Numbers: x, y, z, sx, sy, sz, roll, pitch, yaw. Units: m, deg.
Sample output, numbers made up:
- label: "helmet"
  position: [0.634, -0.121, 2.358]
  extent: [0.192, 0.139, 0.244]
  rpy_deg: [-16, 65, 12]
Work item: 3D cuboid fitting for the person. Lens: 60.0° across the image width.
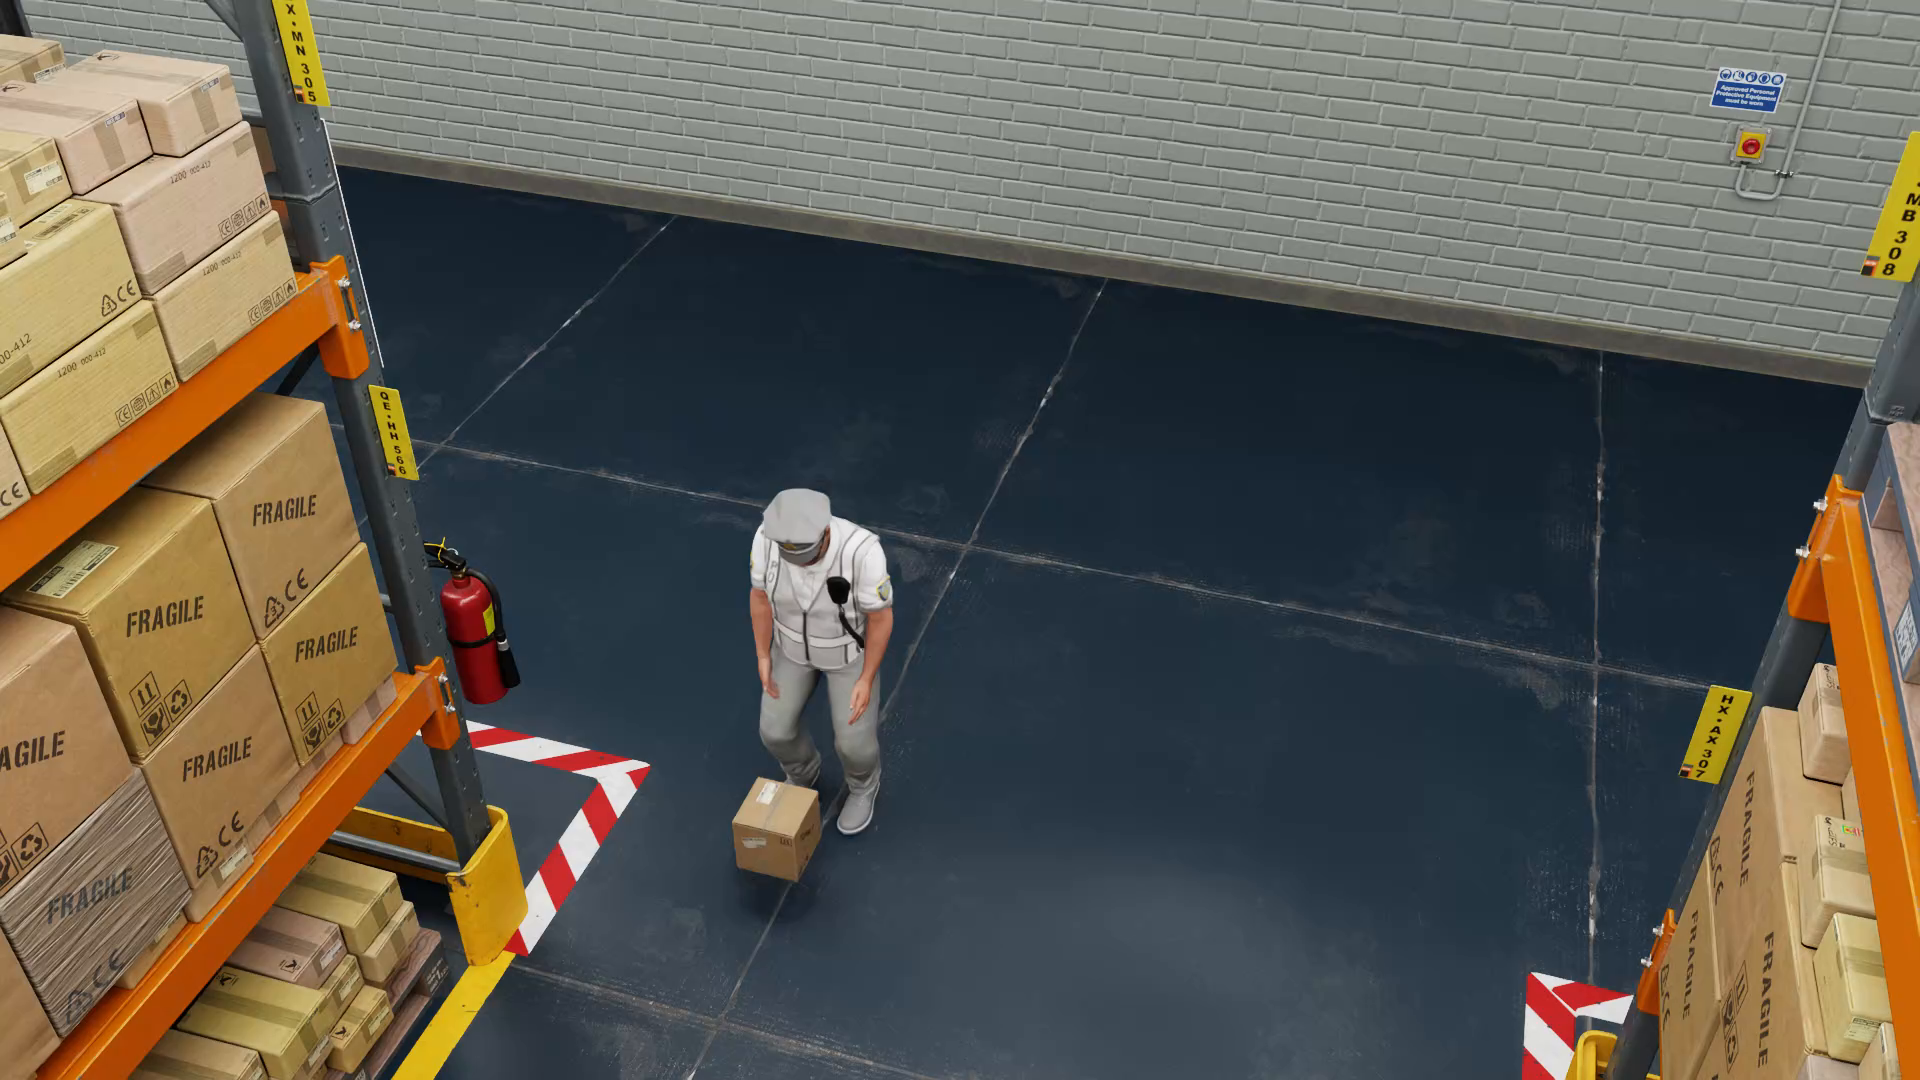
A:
- label: "person"
  position: [-0.516, 0.441, 6.394]
  extent: [0.571, 1.650, 0.585]
  rpy_deg: [11, 38, 15]
